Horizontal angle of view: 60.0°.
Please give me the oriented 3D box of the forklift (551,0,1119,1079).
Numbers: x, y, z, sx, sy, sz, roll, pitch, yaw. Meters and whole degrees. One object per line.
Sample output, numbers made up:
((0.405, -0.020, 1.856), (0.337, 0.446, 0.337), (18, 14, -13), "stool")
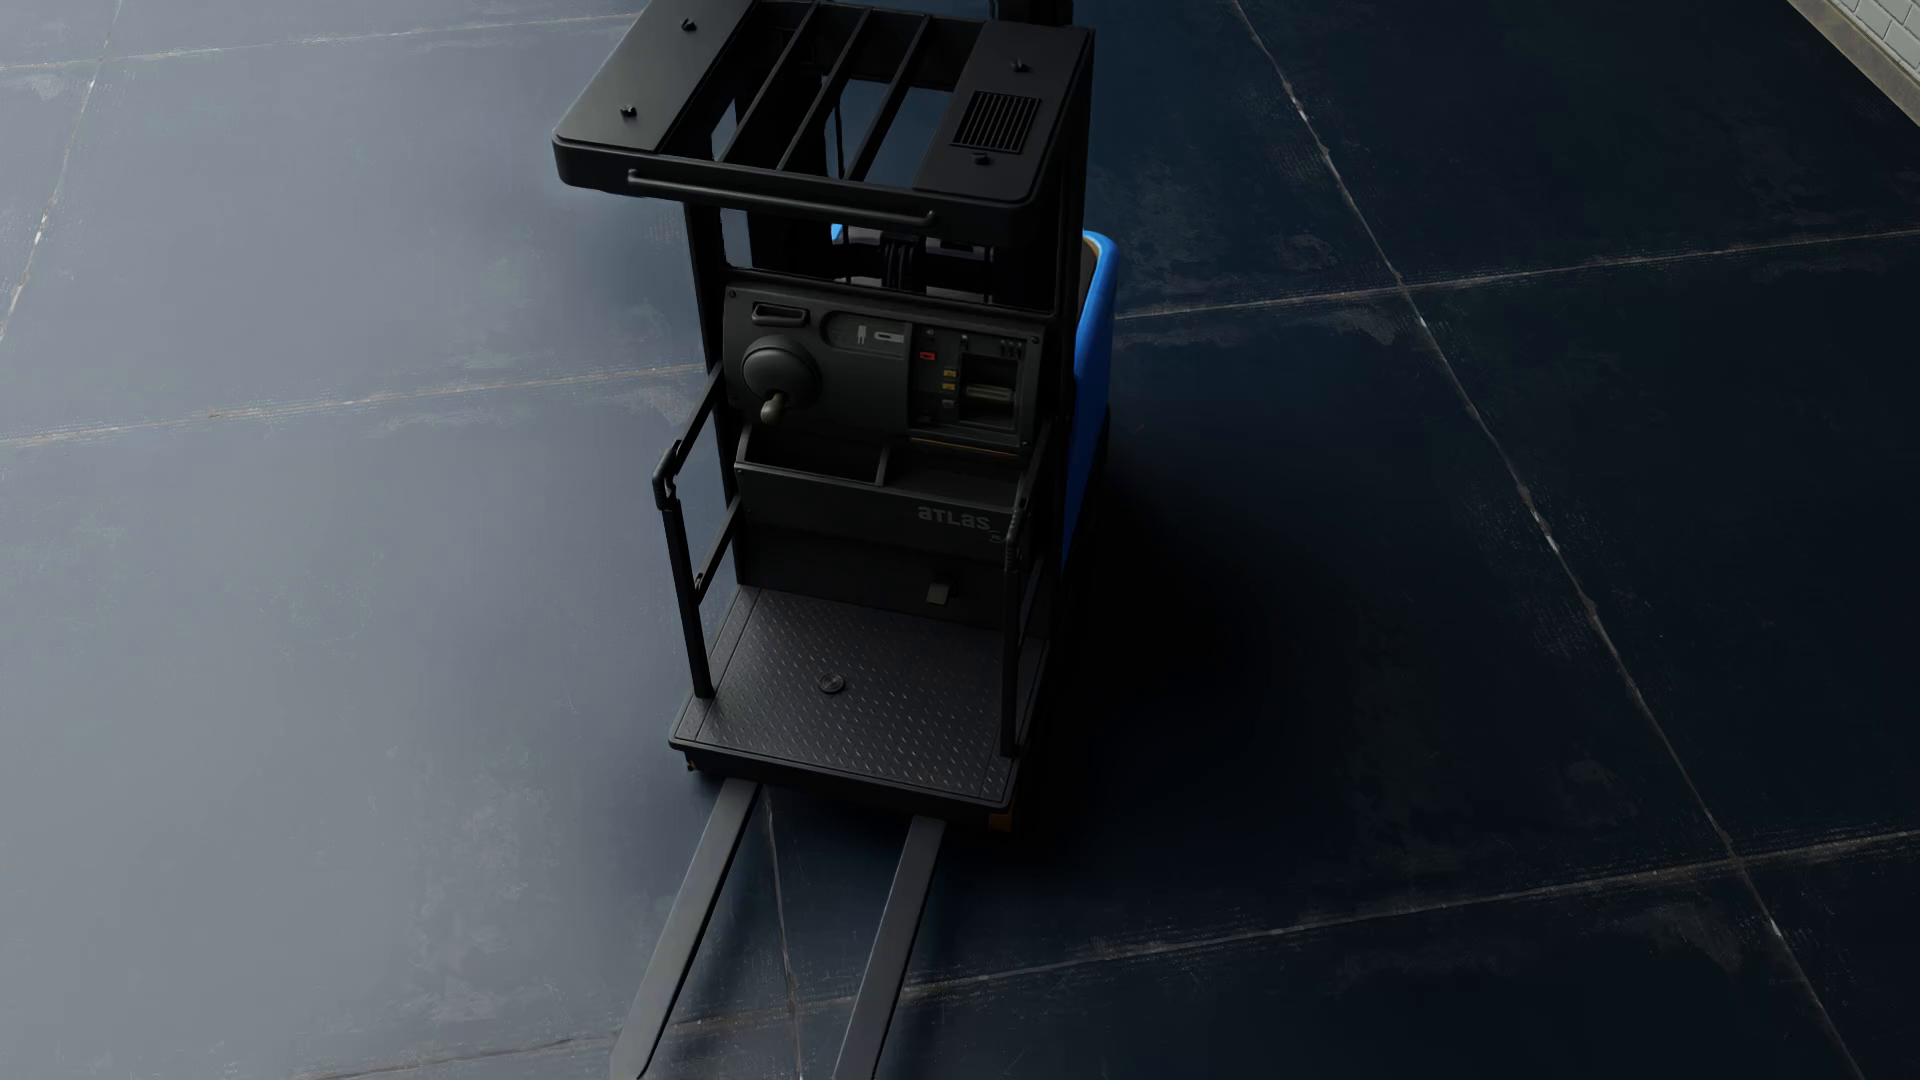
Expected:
((-0.274, -0.388, 4.588), (1.130, 2.935, 3.031), (10, 47, 9), "forklift")
